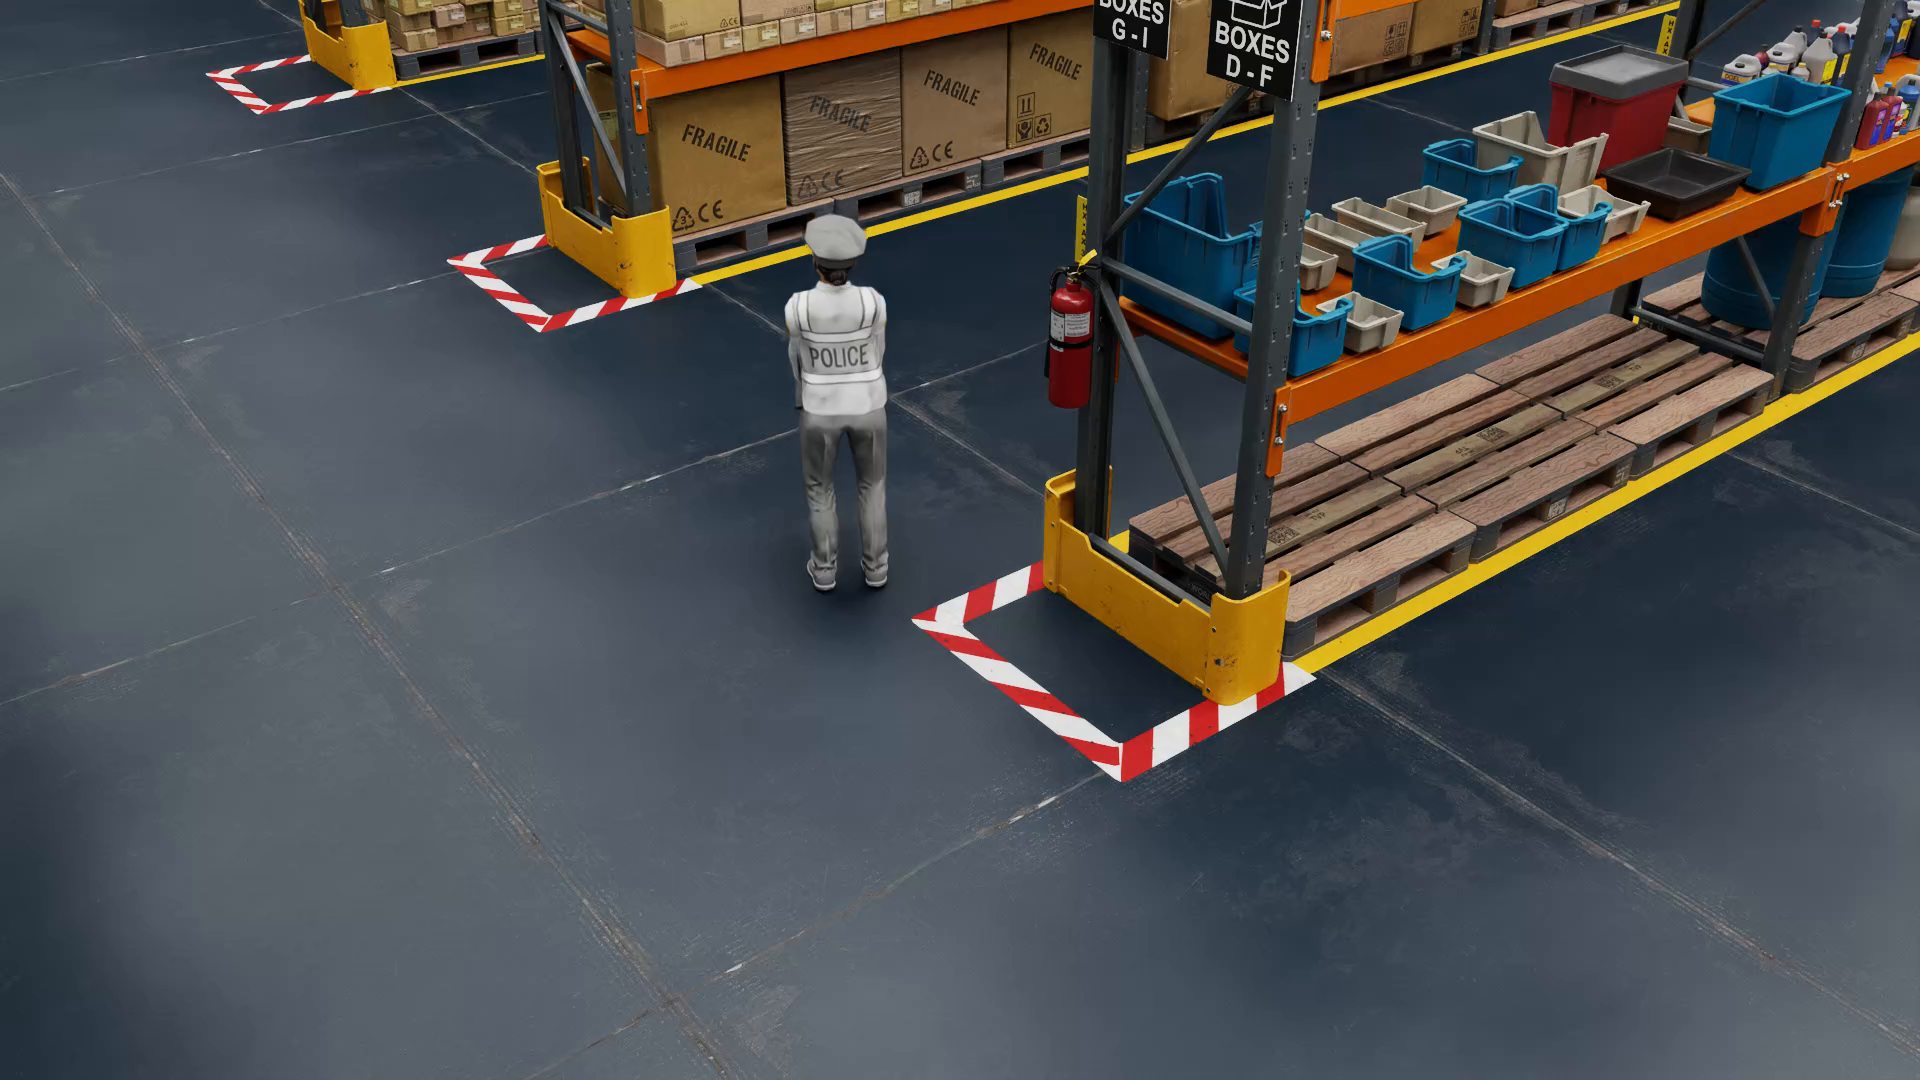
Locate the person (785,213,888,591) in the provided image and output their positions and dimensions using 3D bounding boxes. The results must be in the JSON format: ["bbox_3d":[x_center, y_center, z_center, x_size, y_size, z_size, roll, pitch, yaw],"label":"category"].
[{"bbox_3d":[-0.515,-0.588,7.048,0.414,1.689,0.523,-4,33,-7],"label":"person"}]
